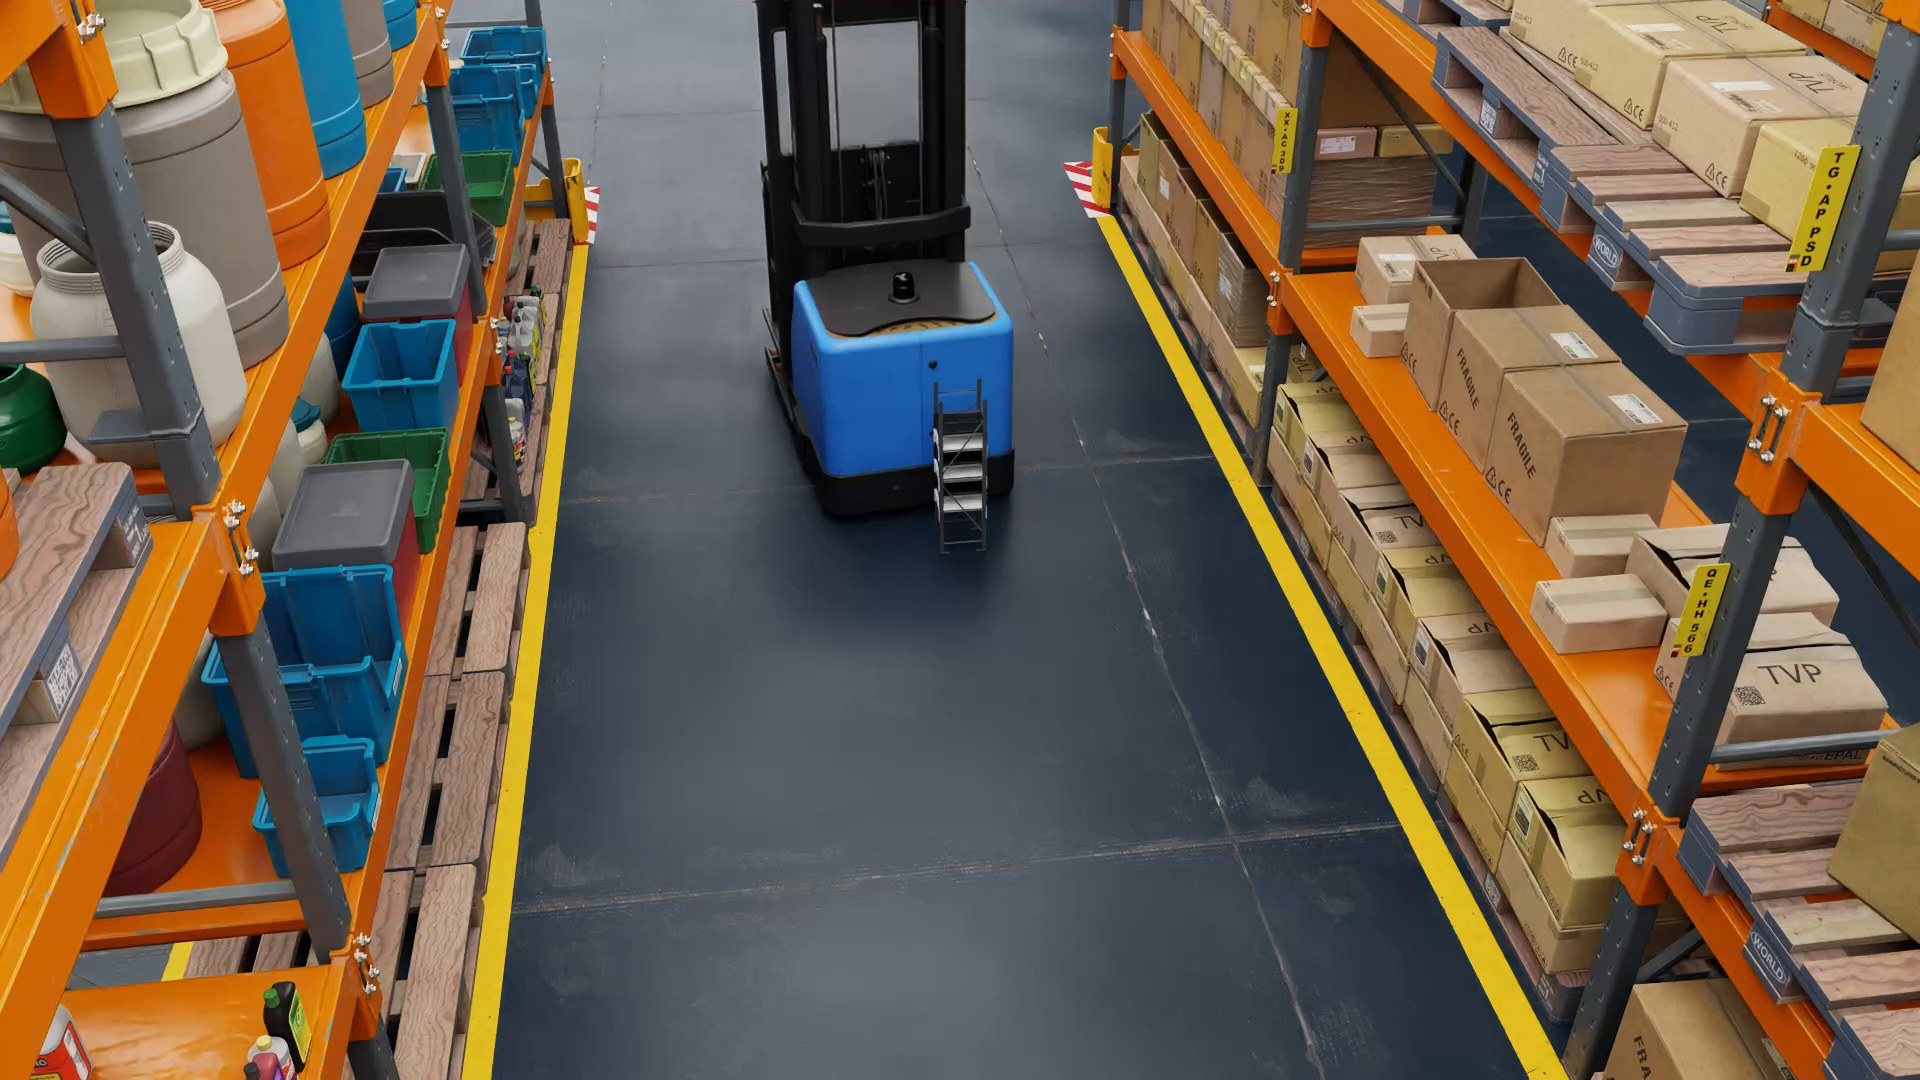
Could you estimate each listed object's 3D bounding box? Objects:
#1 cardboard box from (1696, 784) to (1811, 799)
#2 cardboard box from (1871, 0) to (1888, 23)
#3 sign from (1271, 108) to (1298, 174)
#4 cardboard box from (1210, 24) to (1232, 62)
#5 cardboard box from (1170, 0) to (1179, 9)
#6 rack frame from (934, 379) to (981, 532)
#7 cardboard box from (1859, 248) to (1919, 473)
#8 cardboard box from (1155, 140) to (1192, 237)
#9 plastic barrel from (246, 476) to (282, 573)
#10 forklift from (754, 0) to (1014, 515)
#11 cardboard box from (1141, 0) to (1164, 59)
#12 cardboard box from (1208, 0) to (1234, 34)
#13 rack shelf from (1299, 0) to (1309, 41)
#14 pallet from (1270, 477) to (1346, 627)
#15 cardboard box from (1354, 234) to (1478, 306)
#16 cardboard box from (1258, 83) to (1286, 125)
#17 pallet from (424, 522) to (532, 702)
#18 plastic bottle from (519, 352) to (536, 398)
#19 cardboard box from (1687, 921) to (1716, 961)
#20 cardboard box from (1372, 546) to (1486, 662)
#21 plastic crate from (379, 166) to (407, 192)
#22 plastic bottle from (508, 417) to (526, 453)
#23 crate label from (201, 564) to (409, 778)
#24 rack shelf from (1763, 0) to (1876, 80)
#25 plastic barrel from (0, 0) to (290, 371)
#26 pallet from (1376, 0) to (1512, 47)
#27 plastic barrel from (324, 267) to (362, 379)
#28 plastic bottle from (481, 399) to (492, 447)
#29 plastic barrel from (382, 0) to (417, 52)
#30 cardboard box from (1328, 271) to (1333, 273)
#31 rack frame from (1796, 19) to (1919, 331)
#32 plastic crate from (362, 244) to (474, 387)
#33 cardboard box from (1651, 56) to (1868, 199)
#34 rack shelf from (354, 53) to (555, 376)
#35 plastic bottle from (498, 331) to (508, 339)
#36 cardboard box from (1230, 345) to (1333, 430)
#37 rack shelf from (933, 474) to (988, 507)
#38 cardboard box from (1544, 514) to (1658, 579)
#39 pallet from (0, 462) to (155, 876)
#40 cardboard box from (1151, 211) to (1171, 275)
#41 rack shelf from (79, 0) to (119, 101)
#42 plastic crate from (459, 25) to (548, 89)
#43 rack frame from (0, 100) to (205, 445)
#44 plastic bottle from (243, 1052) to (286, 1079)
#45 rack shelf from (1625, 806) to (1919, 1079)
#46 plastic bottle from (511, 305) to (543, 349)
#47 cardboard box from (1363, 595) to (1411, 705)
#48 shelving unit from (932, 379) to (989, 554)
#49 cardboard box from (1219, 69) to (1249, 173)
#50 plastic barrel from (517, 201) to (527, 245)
[{"bbox_3d":[2.887,1.055,6.109,0.500,0.311,0.500,-3,34,-5],"label":"cardboard box"},{"bbox_3d":[6.385,-3.604,10.825,0.500,0.500,0.500,-5,35,-8],"label":"cardboard box"},{"bbox_3d":[1.579,-1.941,8.095,0.100,0.325,0.005,-4,35,-6],"label":"sign"},{"bbox_3d":[1.671,-2.895,9.669,0.380,0.149,0.250,-3,34,-5],"label":"cardboard box"},{"bbox_3d":[1.532,-3.472,10.516,0.380,0.149,0.250,-5,35,-7],"label":"cardboard box"},{"bbox_3d":[-0.013,-0.424,8.573,0.240,0.900,0.006,-4,35,-6],"label":"rack frame"},{"bbox_3d":[2.758,-0.401,3.923,0.910,0.500,0.500,-4,35,-6],"label":"cardboard box"},{"bbox_3d":[1.591,-2.300,10.864,0.500,0.500,0.500,-4,35,-6],"label":"cardboard box"},{"bbox_3d":[-2.712,-0.075,6.076,0.433,0.535,0.433,0,34,0],"label":"plastic barrel"},{"bbox_3d":[-0.572,-2.168,9.328,1.130,2.935,3.031,-8,35,-12],"label":"forklift"},{"bbox_3d":[1.640,-3.605,11.288,0.700,0.500,0.500,-4,35,-6],"label":"cardboard box"},{"bbox_3d":[1.860,-3.258,9.626,0.700,0.500,0.500,-4,35,-6],"label":"cardboard box"},{"bbox_3d":[1.859,-3.652,9.420,1.077,0.370,4.000,-4,35,-6],"label":"rack shelf"},{"bbox_3d":[2.266,-0.033,8.611,1.003,0.211,1.213,-4,35,-6],"label":"pallet"},{"bbox_3d":[2.238,-1.260,8.068,0.500,0.250,0.500,-2,34,-3],"label":"cardboard box"},{"bbox_3d":[1.810,-2.322,8.829,0.380,0.149,0.250,-5,35,-8],"label":"cardboard box"},{"bbox_3d":[-2.637,0.367,8.023,1.003,0.211,1.213,-4,35,-6],"label":"pallet"},{"bbox_3d":[-2.484,-0.962,9.519,0.061,0.283,0.133,-3,34,-4],"label":"plastic bottle"},{"bbox_3d":[2.887,1.287,6.266,0.500,0.250,0.500,-4,35,-7],"label":"cardboard box"},{"bbox_3d":[2.145,0.245,7.298,0.500,0.311,0.500,-3,34,-5],"label":"cardboard box"},{"bbox_3d":[-3.198,-1.756,8.795,0.499,0.251,0.616,-4,35,-6],"label":"plastic crate"},{"bbox_3d":[-2.416,-0.570,9.017,0.097,0.201,0.097,0,34,0],"label":"plastic bottle"},{"bbox_3d":[-2.108,0.422,5.435,0.502,0.435,0.616,-4,35,-6],"label":"crate label"},{"bbox_3d":[6.767,-2.789,10.818,1.077,0.370,4.000,-4,35,-6],"label":"rack shelf"},{"bbox_3d":[-2.138,-0.909,4.312,0.600,0.901,0.600,0,34,0],"label":"plastic barrel"},{"bbox_3d":[2.260,-2.263,6.913,0.805,0.209,1.217,-6,35,-8],"label":"pallet"},{"bbox_3d":[-3.029,-1.189,7.386,0.600,0.901,0.708,-4,35,-6],"label":"plastic barrel"},{"bbox_3d":[-2.565,-0.660,9.077,0.061,0.283,0.133,-4,35,-6],"label":"plastic bottle"},{"bbox_3d":[-2.497,-2.399,6.499,0.600,0.901,0.708,-4,35,-6],"label":"plastic barrel"},{"bbox_3d":[2.301,-1.501,9.692,0.500,0.500,0.500,-4,35,-6],"label":"cardboard box"},{"bbox_3d":[2.666,-1.840,3.459,1.000,3.000,0.127,-4,35,-6],"label":"rack frame"},{"bbox_3d":[-2.412,-1.000,7.496,0.402,0.464,0.583,-4,35,-6],"label":"plastic crate"},{"bbox_3d":[2.461,-1.252,5.021,0.500,0.250,0.500,-3,34,-5],"label":"cardboard box"},{"bbox_3d":[-3.050,-2.039,9.717,1.077,0.370,4.000,-4,35,-6],"label":"rack shelf"},{"bbox_3d":[-2.699,-1.140,9.854,0.097,0.201,0.097,0,34,0],"label":"plastic bottle"},{"bbox_3d":[1.849,-0.873,9.436,0.500,0.250,0.500,-4,35,-6],"label":"cardboard box"},{"bbox_3d":[0.001,-0.265,8.559,0.258,0.077,0.200,-4,35,-6],"label":"rack shelf"},{"bbox_3d":[2.439,0.035,6.258,0.380,0.149,0.250,-2,34,-3],"label":"cardboard box"},{"bbox_3d":[-2.237,0.285,3.173,1.003,0.211,1.213,-4,35,-6],"label":"pallet"},{"bbox_3d":[1.580,-1.989,11.073,0.500,0.250,0.500,-4,35,-6],"label":"cardboard box"},{"bbox_3d":[-2.512,-2.121,4.865,1.077,0.370,4.000,-4,35,-6],"label":"rack shelf"},{"bbox_3d":[-2.955,-3.134,10.818,0.499,0.251,0.616,-4,35,-6],"label":"plastic crate"},{"bbox_3d":[-2.243,-1.467,2.912,1.000,3.000,0.127,-4,35,-6],"label":"rack frame"},{"bbox_3d":[-1.734,1.382,4.162,0.061,0.283,0.133,-4,35,-6],"label":"plastic bottle"},{"bbox_3d":[2.935,2.052,3.714,1.077,0.370,4.000,-4,35,-6],"label":"rack shelf"},{"bbox_3d":[-2.612,-1.297,10.017,0.152,0.276,0.135,-5,35,-8],"label":"plastic bottle"},{"bbox_3d":[2.144,0.471,7.463,0.500,0.250,0.500,-4,34,-5],"label":"cardboard box"},{"bbox_3d":[0.001,-0.367,8.490,0.258,0.900,0.210,-4,35,-6],"label":"shelving unit"},{"bbox_3d":[1.921,-2.456,9.601,0.700,0.500,0.500,-4,34,-6],"label":"cardboard box"},{"bbox_3d":[-3.154,-2.236,11.204,0.421,0.512,0.421,0,34,0],"label":"plastic barrel"}]
